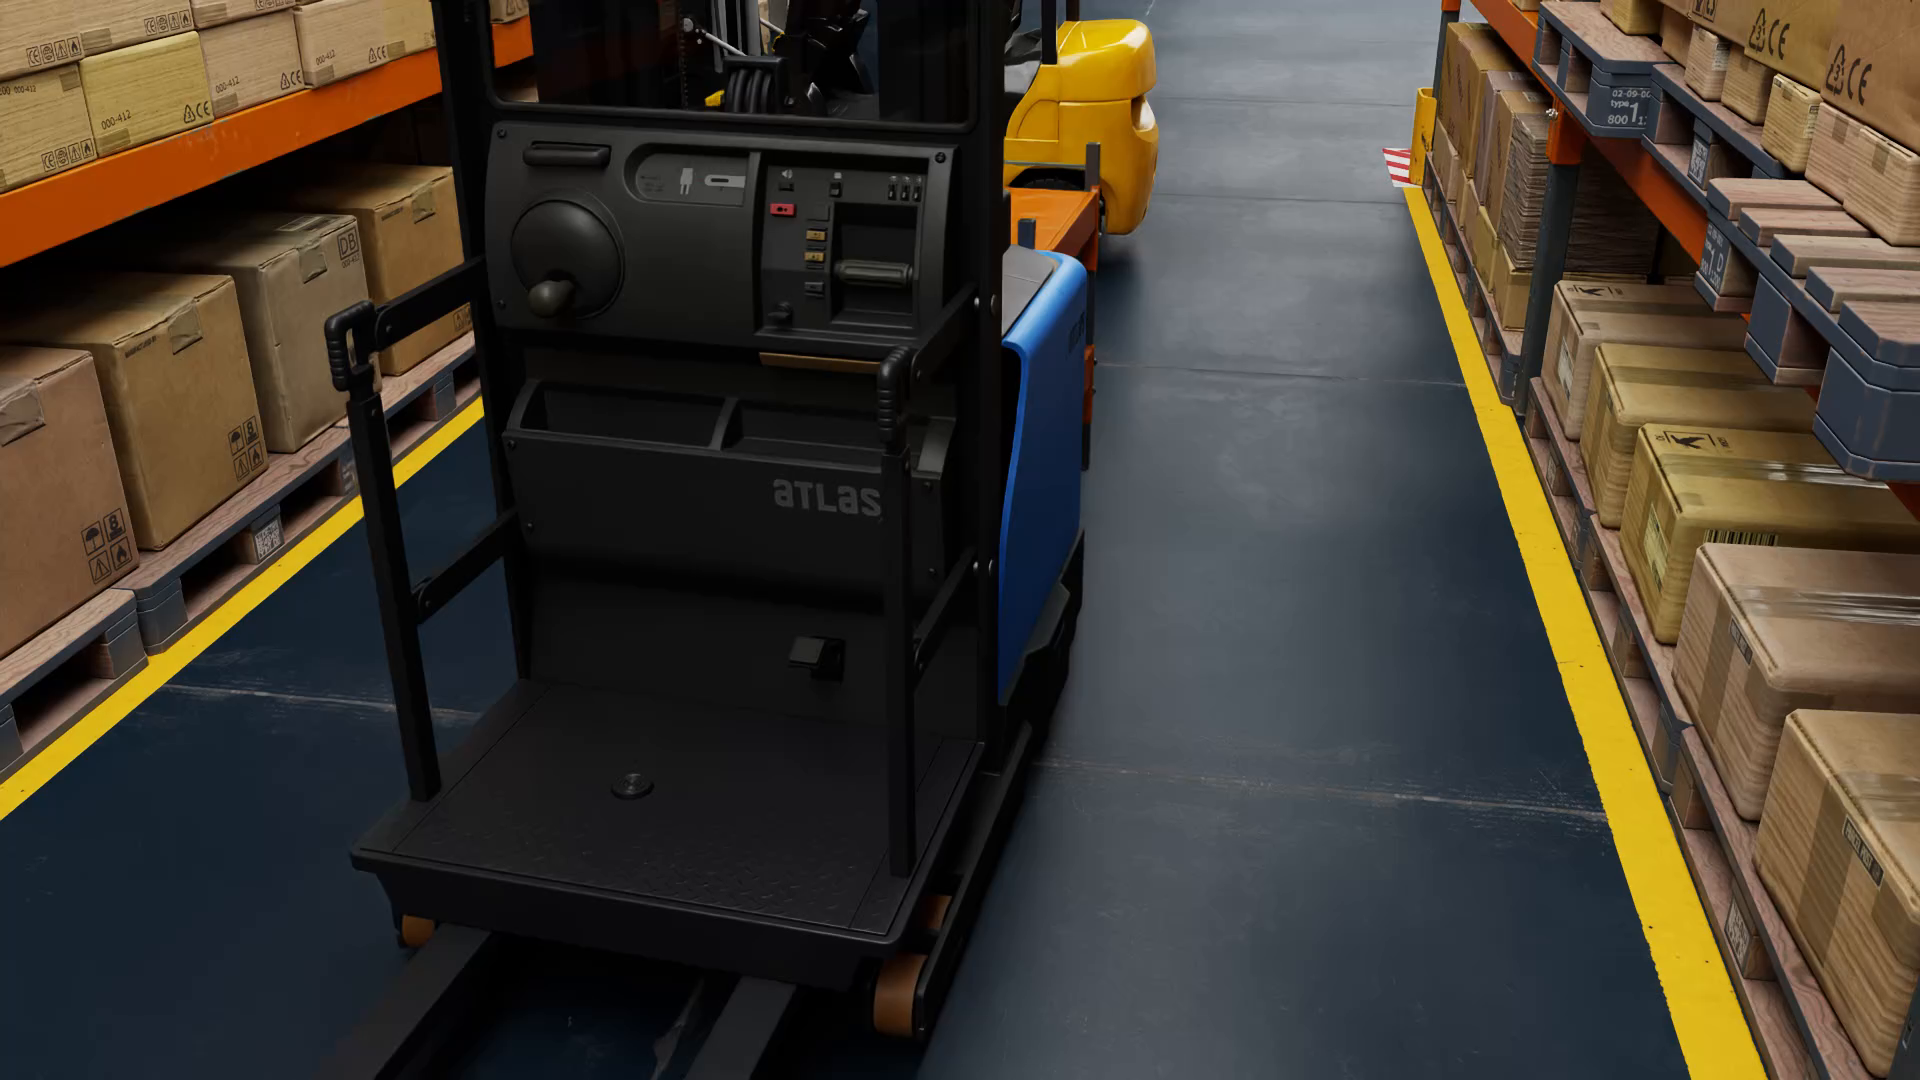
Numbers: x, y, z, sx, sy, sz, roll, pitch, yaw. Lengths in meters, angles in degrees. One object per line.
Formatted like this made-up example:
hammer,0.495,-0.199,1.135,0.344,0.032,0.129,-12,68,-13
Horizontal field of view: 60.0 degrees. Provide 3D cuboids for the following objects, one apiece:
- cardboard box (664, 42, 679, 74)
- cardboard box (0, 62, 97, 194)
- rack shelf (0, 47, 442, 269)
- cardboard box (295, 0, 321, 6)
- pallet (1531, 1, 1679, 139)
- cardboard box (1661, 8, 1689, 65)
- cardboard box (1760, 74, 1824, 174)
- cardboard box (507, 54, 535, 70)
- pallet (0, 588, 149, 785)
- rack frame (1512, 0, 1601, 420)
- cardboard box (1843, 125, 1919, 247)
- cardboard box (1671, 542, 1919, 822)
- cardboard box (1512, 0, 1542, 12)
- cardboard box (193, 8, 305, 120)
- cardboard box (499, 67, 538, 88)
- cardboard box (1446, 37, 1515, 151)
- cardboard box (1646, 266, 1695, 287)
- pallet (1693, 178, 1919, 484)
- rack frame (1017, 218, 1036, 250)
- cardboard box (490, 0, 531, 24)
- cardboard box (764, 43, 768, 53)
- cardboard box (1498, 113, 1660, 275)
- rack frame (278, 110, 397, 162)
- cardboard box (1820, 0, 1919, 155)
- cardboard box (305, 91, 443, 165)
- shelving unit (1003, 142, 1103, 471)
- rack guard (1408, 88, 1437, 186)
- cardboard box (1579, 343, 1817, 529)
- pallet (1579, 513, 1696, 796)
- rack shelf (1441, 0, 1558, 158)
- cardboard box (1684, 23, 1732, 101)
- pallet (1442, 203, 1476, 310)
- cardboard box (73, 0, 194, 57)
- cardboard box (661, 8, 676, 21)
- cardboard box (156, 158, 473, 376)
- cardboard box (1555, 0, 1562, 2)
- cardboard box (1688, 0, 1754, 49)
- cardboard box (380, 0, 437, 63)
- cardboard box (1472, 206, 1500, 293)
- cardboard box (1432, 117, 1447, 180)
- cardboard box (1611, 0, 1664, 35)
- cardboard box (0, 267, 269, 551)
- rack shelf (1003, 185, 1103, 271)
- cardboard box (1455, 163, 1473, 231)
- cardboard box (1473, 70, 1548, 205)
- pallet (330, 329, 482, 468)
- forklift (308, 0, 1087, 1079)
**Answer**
cardboard box,-1.668,-2.364,8.331,0.500,0.250,0.500,4,25,7
cardboard box,-2.490,-0.998,4.021,0.500,0.250,0.500,3,25,7
rack shelf,-2.641,-0.982,4.659,1.077,0.370,4.000,4,25,9
cardboard box,-2.219,-1.864,5.282,0.500,0.250,0.500,3,25,7
pallet,2.315,-1.406,4.941,1.003,0.211,1.213,4,25,9
cardboard box,2.078,-1.337,4.369,0.380,0.149,0.250,4,25,9
cardboard box,1.801,-0.806,3.234,0.380,0.149,0.250,4,25,9
cardboard box,-2.260,-2.185,7.949,0.500,0.250,0.500,4,25,9
pallet,-2.795,0.450,4.040,1.003,0.211,1.213,4,25,9
rack frame,2.584,-1.802,5.562,1.000,3.000,0.127,4,25,9
cardboard box,1.721,-0.585,2.762,0.380,0.149,0.250,4,25,8
cardboard box,2.145,0.326,3.620,0.950,0.372,0.625,4,25,8
cardboard box,2.498,-2.269,6.856,0.380,0.149,0.250,4,25,8
cardboard box,-2.326,-1.432,4.947,0.500,0.250,0.500,4,25,9
cardboard box,-1.832,-1.936,7.416,0.500,0.250,0.500,4,25,9
cardboard box,2.748,-2.213,8.302,0.500,0.500,0.500,3,25,7
cardboard box,2.946,-0.975,6.543,0.500,0.250,0.500,3,25,6
pallet,1.941,-0.348,2.681,1.213,0.211,1.003,4,25,9
rack frame,-0.045,-0.363,4.698,0.500,1.125,0.032,6,26,13
cardboard box,-1.984,-2.357,6.630,0.500,0.500,0.500,3,25,7
cardboard box,-1.431,-2.764,9.774,0.500,0.250,0.500,4,25,8
cardboard box,2.416,-1.353,6.465,0.500,0.500,0.500,4,25,8
rack frame,-2.314,-2.145,6.293,1.000,3.000,0.127,4,25,9
cardboard box,1.804,-0.926,2.726,0.500,0.500,0.500,4,25,8
cardboard box,-2.424,-1.762,7.044,0.500,0.250,0.500,5,25,10
shelving unit,0.080,-0.572,5.145,0.538,1.125,1.048,6,26,13
rack guard,3.225,-2.311,9.598,1.175,0.500,0.348,4,25,9
cardboard box,2.386,-0.282,4.918,0.950,0.372,0.625,6,26,12
pallet,2.261,0.298,4.364,1.003,0.211,1.213,4,25,9
rack shelf,2.911,-2.313,7.502,1.077,0.370,4.000,4,25,9
cardboard box,1.941,-1.126,3.919,0.380,0.149,0.250,5,26,11
pallet,2.856,-1.334,7.852,1.003,0.211,1.213,4,25,9
cardboard box,-2.409,-1.441,4.378,0.500,0.250,0.500,4,25,9
cardboard box,-1.505,-2.787,9.235,0.500,0.250,0.500,4,25,9
cardboard box,-2.388,-1.040,6.240,0.875,0.625,0.625,5,26,11
cardboard box,2.335,-1.844,5.948,0.380,0.149,0.250,4,25,8
cardboard box,1.975,-1.365,3.664,0.500,0.500,0.500,3,25,6
cardboard box,-2.138,-1.848,5.836,0.500,0.250,0.500,5,25,10
cardboard box,2.492,-1.236,7.101,0.500,0.250,0.500,3,25,7
cardboard box,2.833,-2.102,8.950,0.500,0.250,0.500,4,25,8
cardboard box,2.132,-1.566,4.857,0.380,0.149,0.250,5,25,10
cardboard box,-2.643,-0.402,4.876,0.875,0.625,0.625,3,25,6
rack shelf,0.080,-0.837,5.021,0.538,0.278,1.000,6,26,13
cardboard box,2.665,-1.660,8.006,0.500,0.250,0.500,6,26,12
cardboard box,2.579,-1.779,7.376,0.500,0.500,0.500,5,26,11
pallet,-2.396,-0.571,6.220,1.003,0.211,1.213,4,25,9
forklift,-0.519,-0.550,2.968,1.130,2.935,3.031,6,26,13
